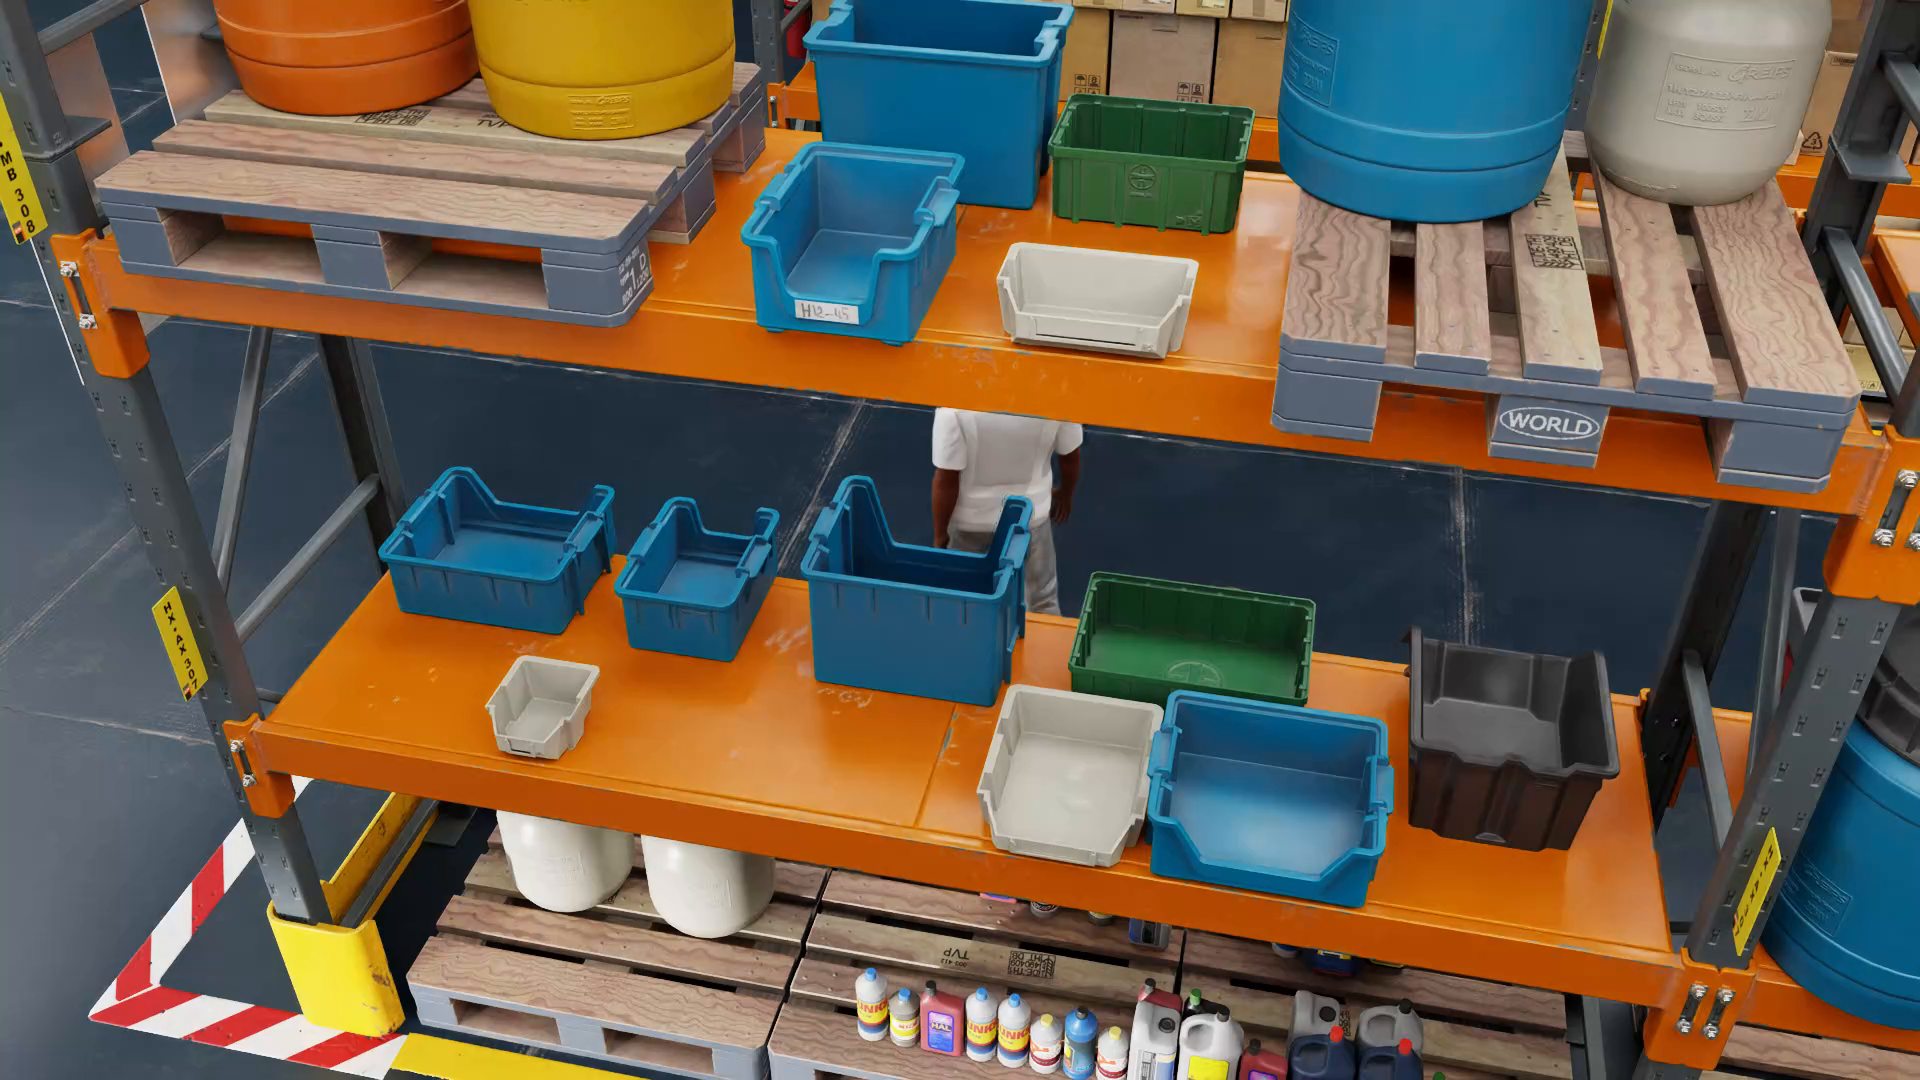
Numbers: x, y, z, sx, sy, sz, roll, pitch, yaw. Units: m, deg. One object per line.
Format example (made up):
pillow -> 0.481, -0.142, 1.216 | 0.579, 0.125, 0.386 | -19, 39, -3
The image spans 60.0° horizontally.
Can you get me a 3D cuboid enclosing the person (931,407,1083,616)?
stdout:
person -> 0.233, -0.085, 6.232 | 0.707, 1.764, 0.468 | -5, 37, -6
